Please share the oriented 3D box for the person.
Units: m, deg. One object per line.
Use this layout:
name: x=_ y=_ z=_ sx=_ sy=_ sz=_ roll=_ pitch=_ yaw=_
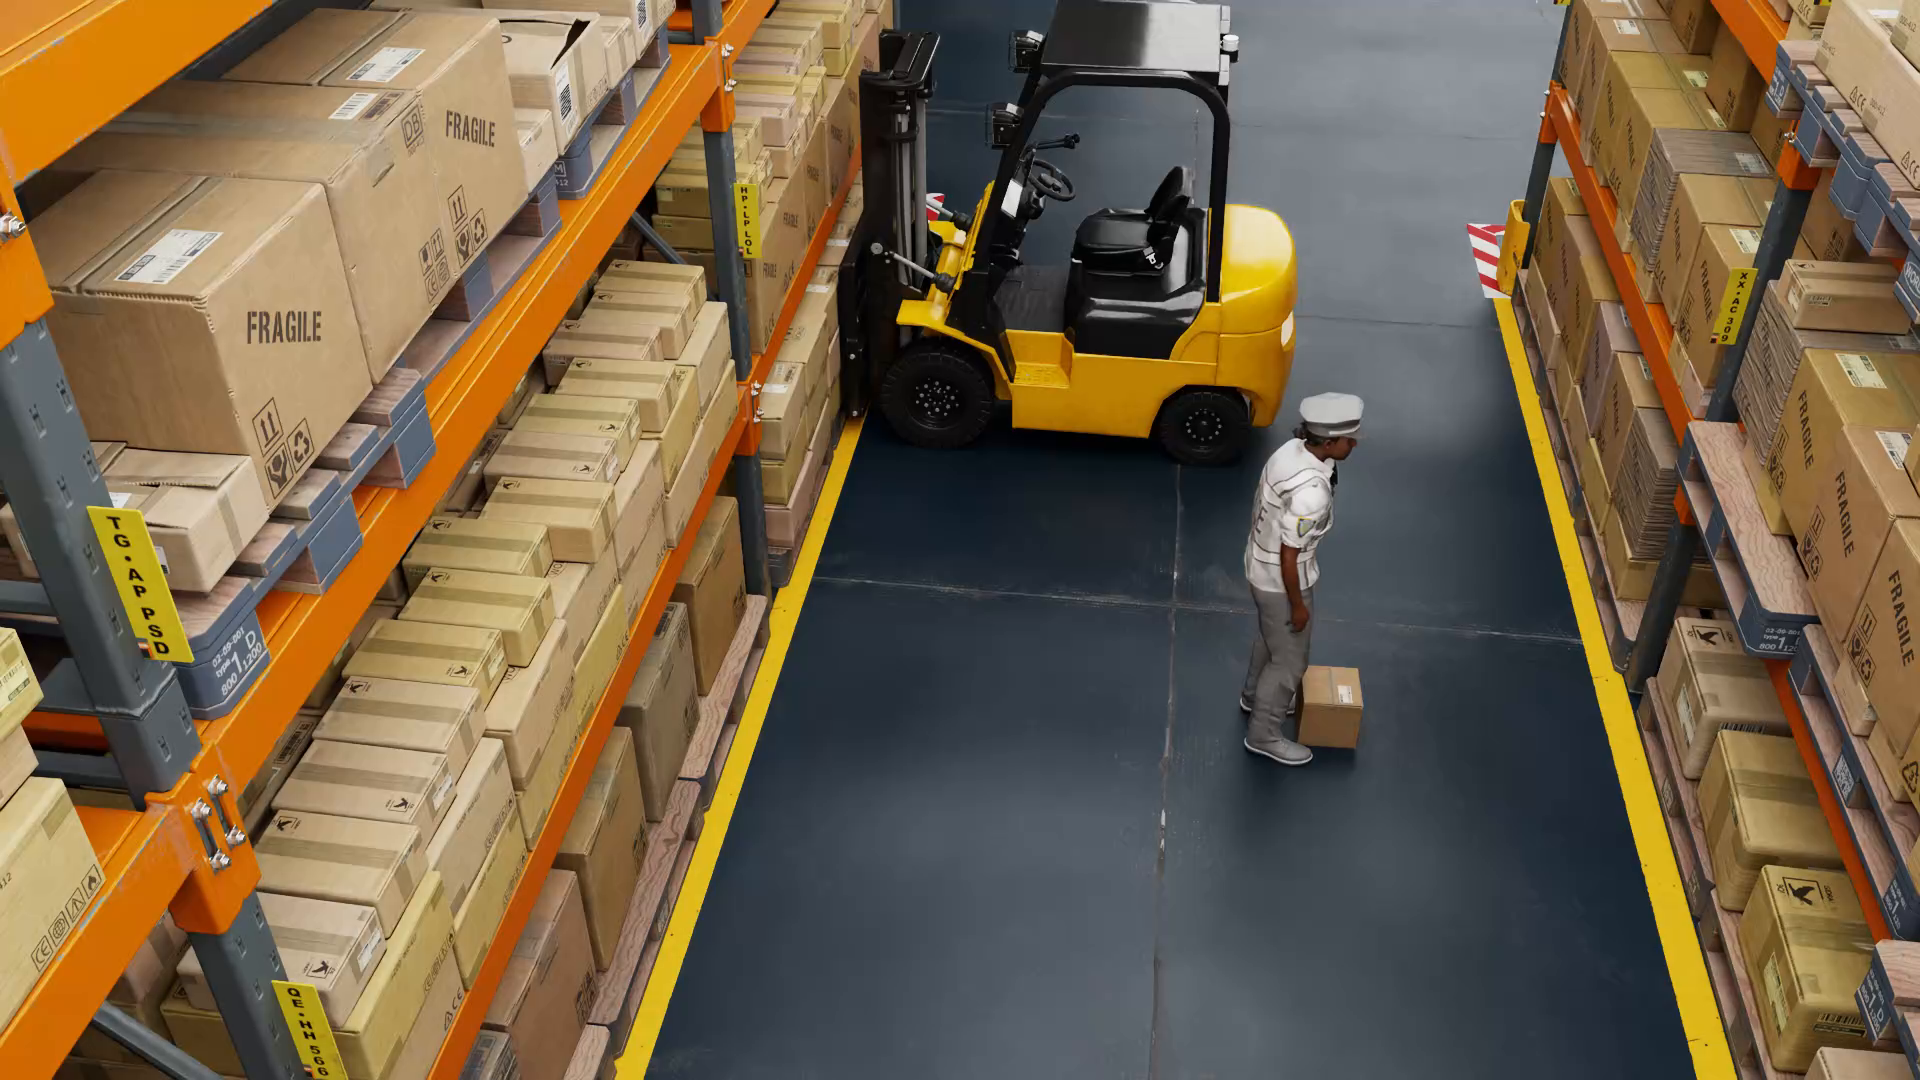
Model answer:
person: x=1.365 y=0.149 z=6.837 sx=0.394 sy=1.657 sz=0.504 roll=5 pitch=37 yaw=6
